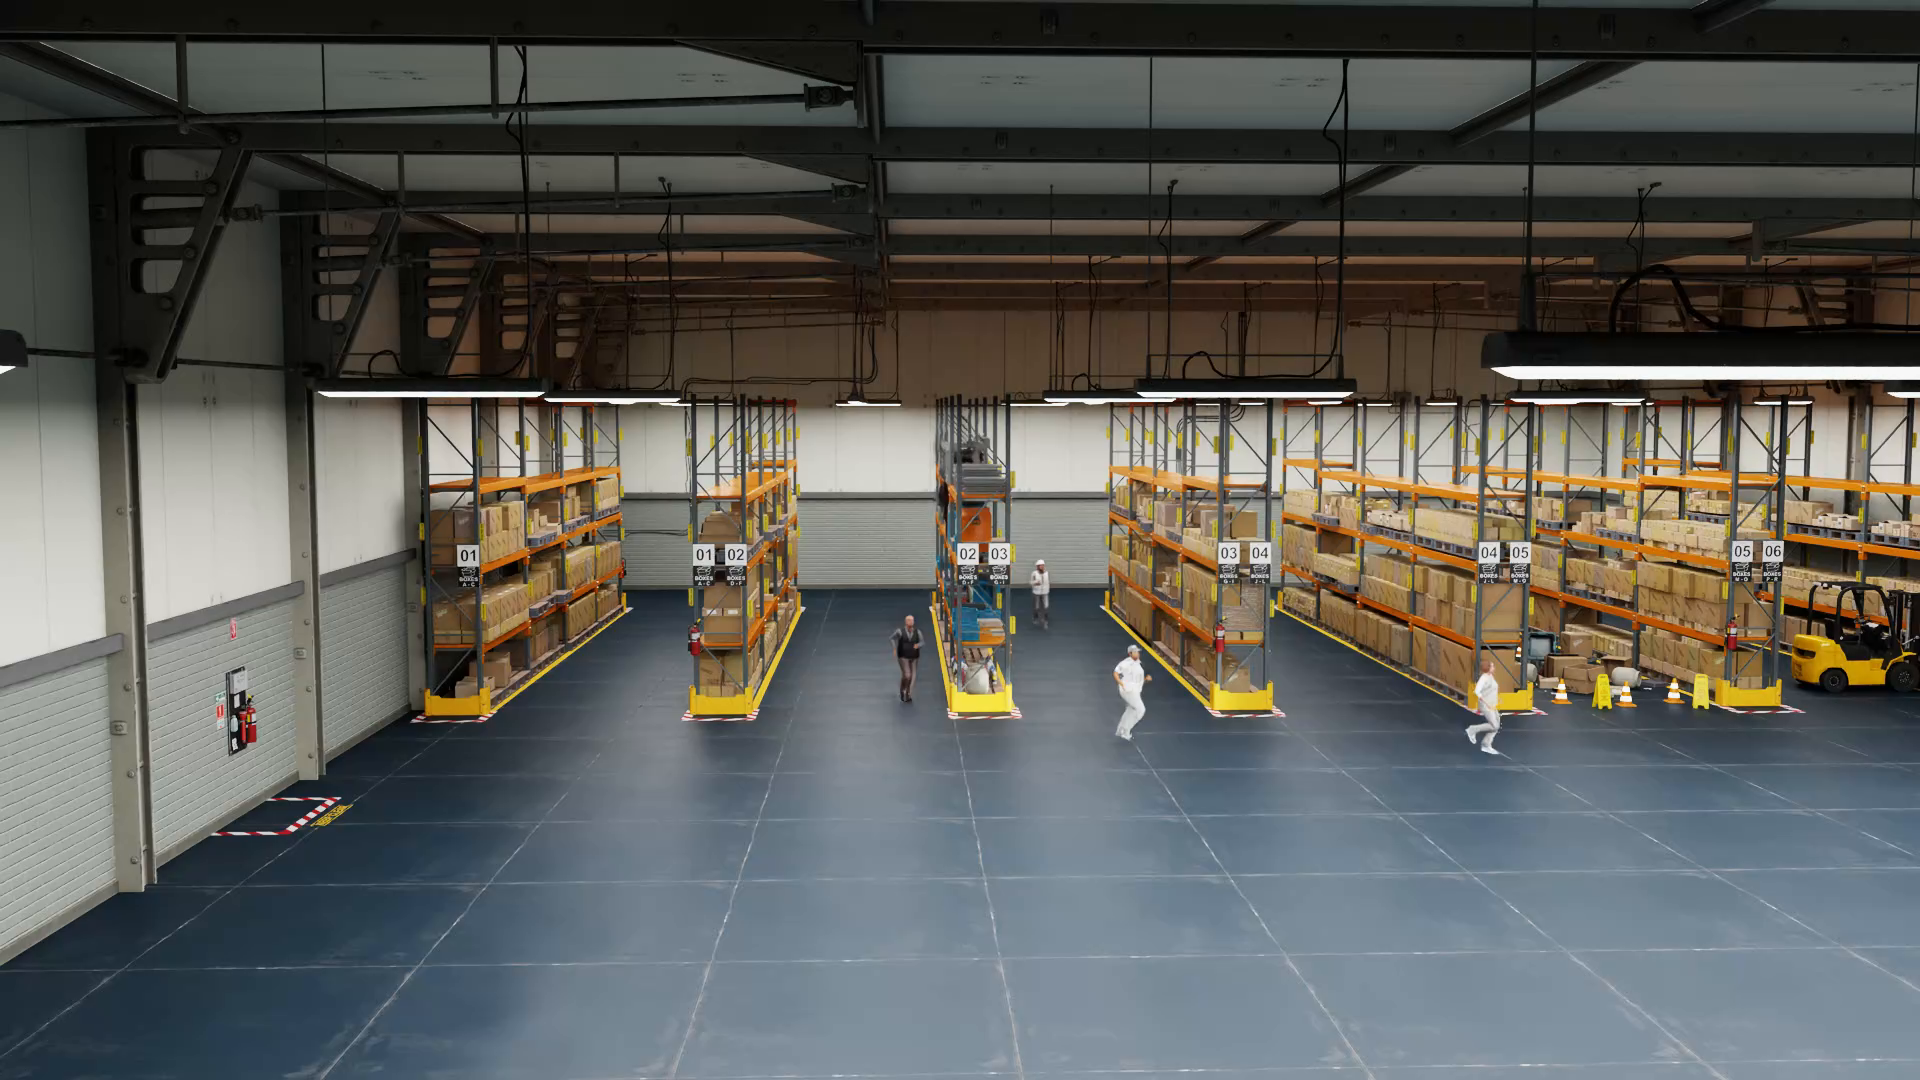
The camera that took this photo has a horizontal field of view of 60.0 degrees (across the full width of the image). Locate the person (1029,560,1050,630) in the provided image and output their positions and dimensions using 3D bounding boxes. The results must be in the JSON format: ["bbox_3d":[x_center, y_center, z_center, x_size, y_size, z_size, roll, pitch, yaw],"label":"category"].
[{"bbox_3d":[2.096,1.418,43.478,0.605,1.821,0.845,-1,5,-9],"label":"person"}]

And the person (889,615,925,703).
[{"bbox_3d":[-0.993,2.318,32.346,0.644,1.699,0.642,-2,5,-19],"label":"person"}]

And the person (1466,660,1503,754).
[{"bbox_3d":[8.753,2.821,27.740,0.544,1.470,0.544,3,5,34],"label":"person"}]

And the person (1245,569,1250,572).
[{"bbox_3d":[7.963,1.087,47.384,0.761,1.749,1.024,2,5,21],"label":"person"}]

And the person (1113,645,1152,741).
[{"bbox_3d":[3.004,2.648,28.800,0.645,1.652,0.580,3,5,30],"label":"person"}]
